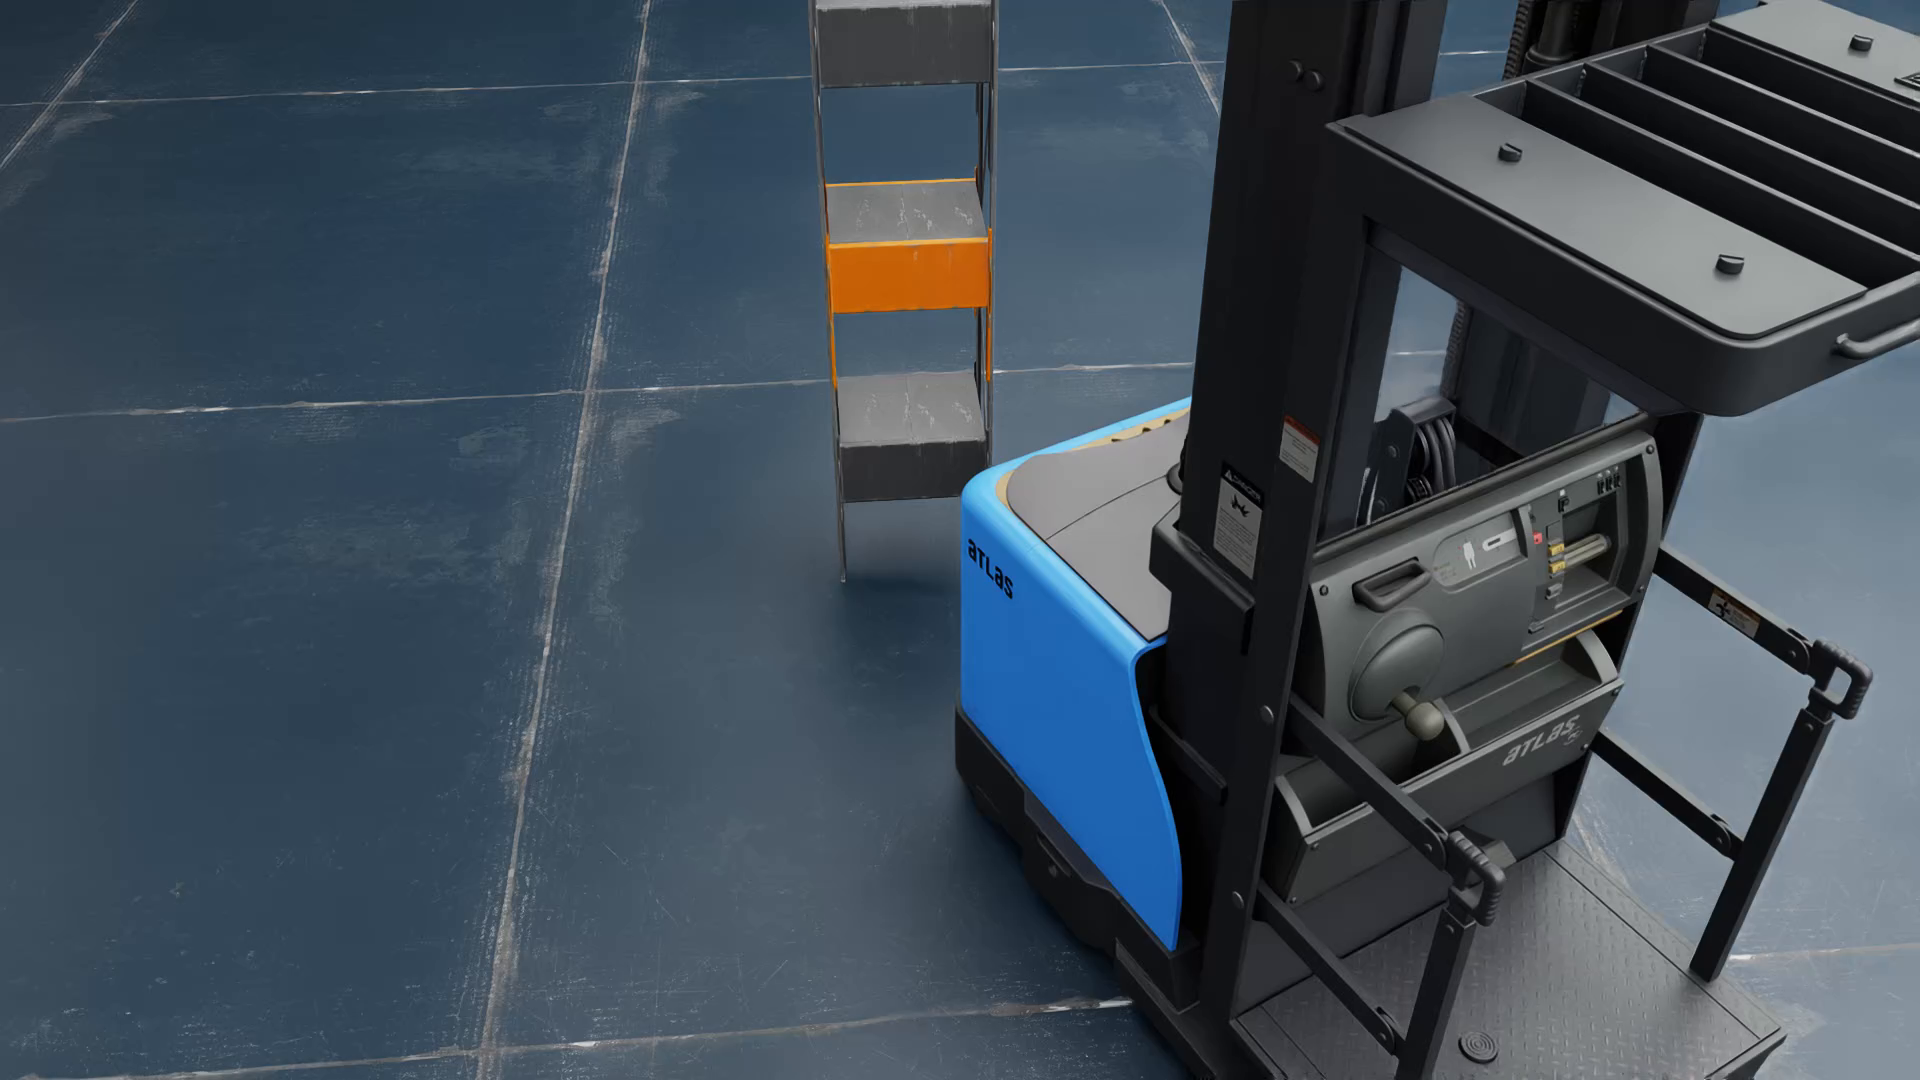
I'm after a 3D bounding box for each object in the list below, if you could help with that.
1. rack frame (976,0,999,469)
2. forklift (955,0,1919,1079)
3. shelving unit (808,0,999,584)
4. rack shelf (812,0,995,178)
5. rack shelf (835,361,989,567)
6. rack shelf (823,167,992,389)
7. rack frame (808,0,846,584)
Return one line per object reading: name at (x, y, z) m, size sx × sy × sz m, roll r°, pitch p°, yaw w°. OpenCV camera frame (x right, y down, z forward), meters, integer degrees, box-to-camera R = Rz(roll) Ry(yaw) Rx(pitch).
rack frame at (0.078, -0.829, 5.105) m, size 0.015 × 2.100 × 0.400 m, roll -3°, pitch 38°, yaw -4°
forklift at (1.178, 0.161, 3.180) m, size 1.130 × 2.935 × 3.031 m, roll -20°, pitch 43°, yaw -24°
shelving unit at (-0.165, -0.815, 5.088) m, size 0.503 × 2.100 × 0.431 m, roll -3°, pitch 38°, yaw -4°
rack shelf at (-0.165, -1.354, 4.663) m, size 0.480 × 0.518 × 0.431 m, roll -3°, pitch 38°, yaw -4°
rack shelf at (-0.165, -0.255, 5.530) m, size 0.480 × 0.518 × 0.431 m, roll -3°, pitch 38°, yaw -4°
rack shelf at (-0.165, -0.805, 5.097) m, size 0.480 × 0.518 × 0.431 m, roll -3°, pitch 38°, yaw -4°
rack frame at (-0.408, -0.802, 5.071) m, size 0.015 × 2.100 × 0.400 m, roll -3°, pitch 38°, yaw -4°
